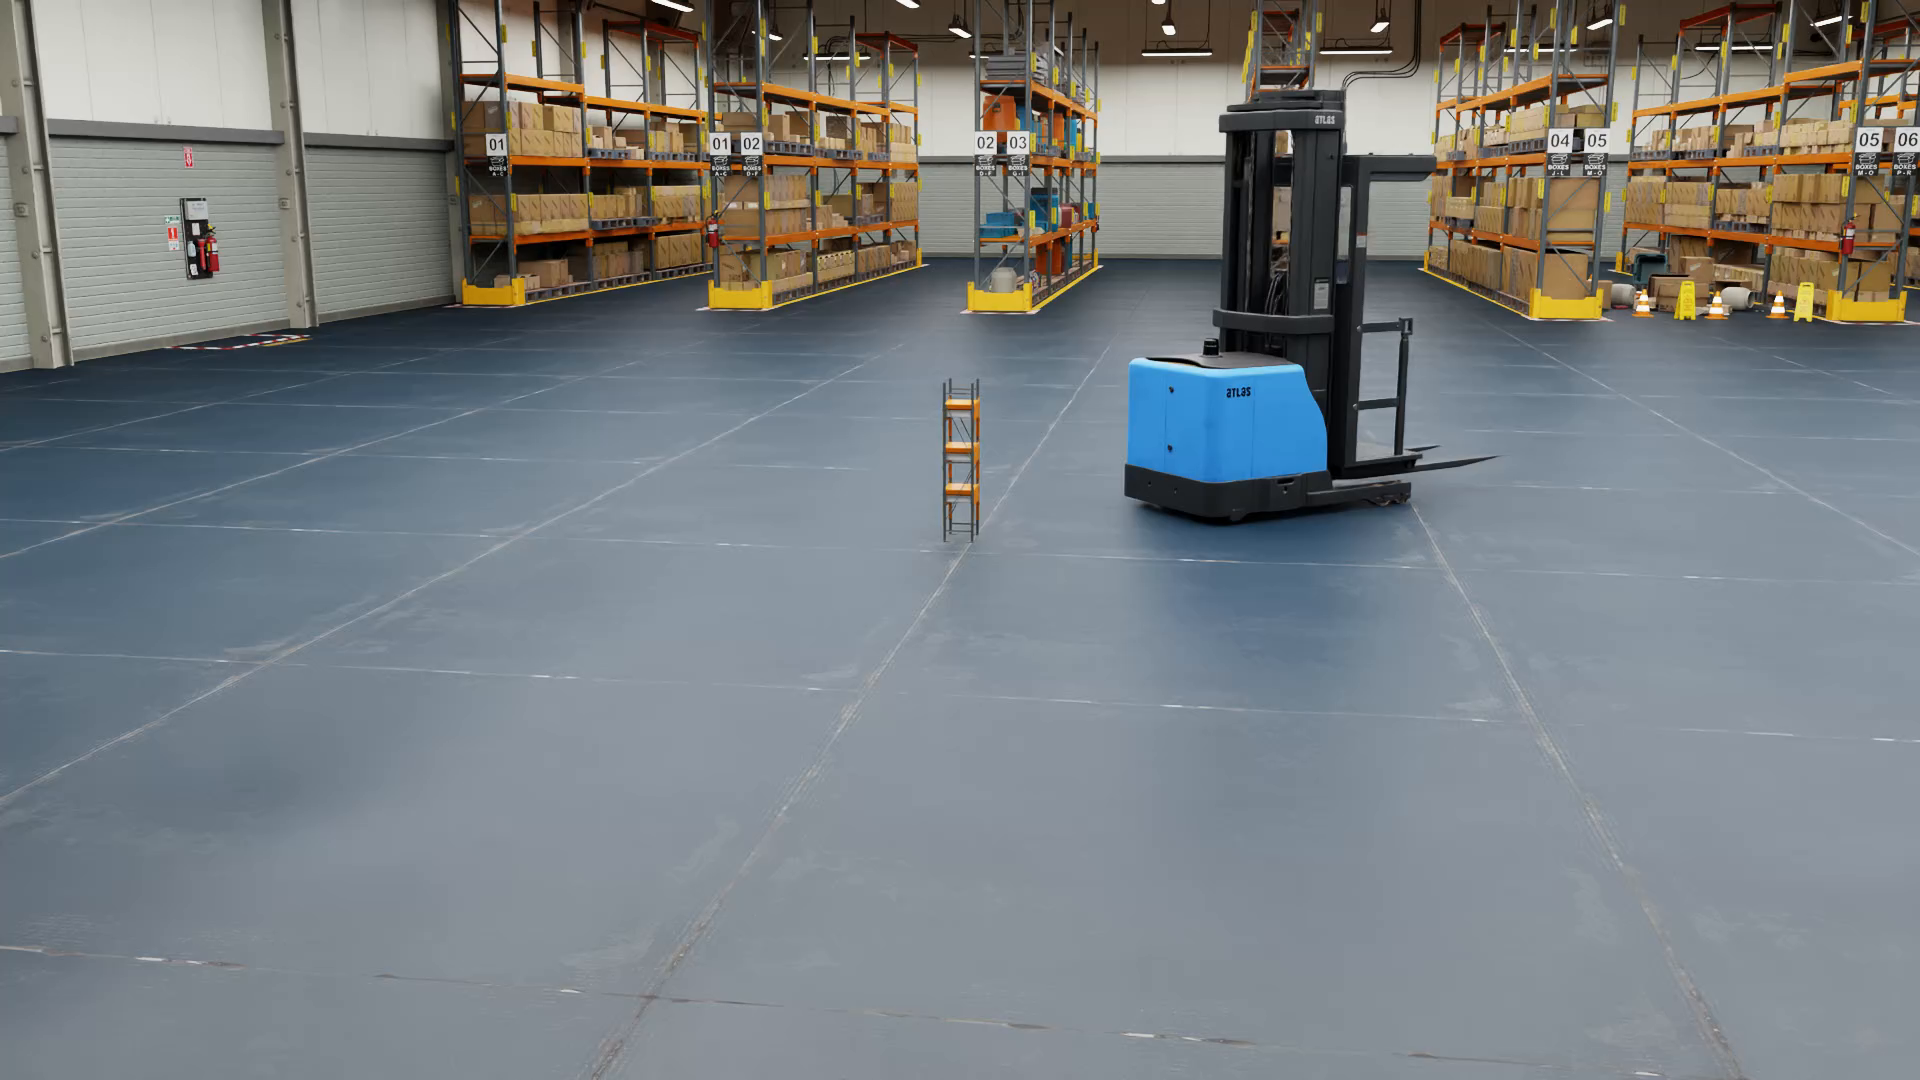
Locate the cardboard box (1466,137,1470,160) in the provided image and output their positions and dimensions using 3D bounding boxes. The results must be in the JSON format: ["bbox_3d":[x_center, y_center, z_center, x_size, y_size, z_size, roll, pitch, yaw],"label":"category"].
[{"bbox_3d":[11.758,-8.865,37.651,0.500,0.500,0.500,2,12,9],"label":"cardboard box"}]

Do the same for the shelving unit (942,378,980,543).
[{"bbox_3d":[0.008,-0.524,10.934,0.215,1.050,0.252,2,12,9],"label":"shelving unit"}]

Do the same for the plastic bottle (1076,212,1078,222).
[{"bbox_3d":[2.880,-7.990,41.225,0.061,0.283,0.133,2,12,9],"label":"plastic bottle"}]

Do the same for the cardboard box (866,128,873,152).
[{"bbox_3d":[-2.512,-9.877,41.114,0.600,0.600,0.600,2,12,8],"label":"cardboard box"}]

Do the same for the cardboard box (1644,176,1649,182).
[{"bbox_3d":[17.305,-9.009,41.524,0.380,0.149,0.250,2,12,7],"label":"cardboard box"}]

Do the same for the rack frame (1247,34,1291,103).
[{"bbox_3d":[7.506,-10.961,40.495,1.000,3.000,0.127,2,12,9],"label":"rack frame"}]

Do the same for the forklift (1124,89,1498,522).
[{"bbox_3d":[2.730,-1.766,12.231,3.031,2.935,1.130,-7,14,-30],"label":"forklift"}]

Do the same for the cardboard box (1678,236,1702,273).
[{"bbox_3d":[17.150,-6.554,38.332,0.875,0.875,0.875,2,12,10],"label":"cardboard box"}]

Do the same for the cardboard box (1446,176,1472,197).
[{"bbox_3d":[12.196,-8.637,40.631,0.500,0.500,0.500,1,12,7],"label":"cardboard box"}]

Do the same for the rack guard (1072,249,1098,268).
[{"bbox_3d":[3.218,-7.805,46.024,1.175,0.500,0.348,2,12,9],"label":"rack guard"}]

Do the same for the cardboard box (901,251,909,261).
[{"bbox_3d":[-1.683,-7.736,45.252,0.500,0.250,0.500,2,12,9],"label":"cardboard box"}]

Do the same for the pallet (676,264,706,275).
[{"bbox_3d":[-7.221,-6.984,42.899,1.003,0.211,1.213,2,12,9],"label":"pallet"}]

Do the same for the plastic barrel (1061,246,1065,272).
[{"bbox_3d":[2.229,-6.720,39.784,0.600,0.588,0.708,2,12,9],"label":"plastic barrel"}]

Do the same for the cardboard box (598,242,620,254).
[{"bbox_3d":[-8.075,-6.662,37.894,0.500,0.250,0.500,2,12,8],"label":"cardboard box"}]

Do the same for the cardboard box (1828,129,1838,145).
[{"bbox_3d":[15.357,-6.967,28.733,0.500,0.250,0.500,2,12,8],"label":"cardboard box"}]

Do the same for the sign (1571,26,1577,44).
[{"bbox_3d":[11.706,-9.625,31.702,0.100,0.325,0.005,2,12,9],"label":"sign"}]

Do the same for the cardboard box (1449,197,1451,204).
[{"bbox_3d":[11.797,-8.042,39.375,0.380,0.149,0.250,2,12,9],"label":"cardboard box"}]

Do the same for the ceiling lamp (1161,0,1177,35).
[{"bbox_3d":[5.249,-13.711,39.398,0.800,3.185,2.000,2,12,9],"label":"ceiling lamp"}]

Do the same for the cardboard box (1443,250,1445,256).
[{"bbox_3d":[12.220,-7.138,41.354,0.380,0.149,0.250,2,12,8],"label":"cardboard box"}]

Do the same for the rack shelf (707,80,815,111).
[{"bbox_3d":[-3.820,-8.654,32.447,1.077,0.370,4.000,2,12,9],"label":"rack shelf"}]

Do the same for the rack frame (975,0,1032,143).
[{"bbox_3d":[0.766,-8.624,29.649,1.000,3.000,0.127,2,12,9],"label":"rack frame"}]

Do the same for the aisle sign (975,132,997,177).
[{"bbox_3d":[0.462,-6.957,29.982,0.394,0.787,0.004,2,12,9],"label":"aisle sign"}]

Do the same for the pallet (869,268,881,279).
[{"bbox_3d":[-2.555,-6.562,40.941,1.003,0.211,1.213,2,12,9],"label":"pallet"}]

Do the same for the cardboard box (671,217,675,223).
[{"bbox_3d":[-7.288,-7.945,41.289,0.380,0.149,0.250,2,12,9],"label":"cardboard box"}]

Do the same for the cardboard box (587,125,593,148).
[{"bbox_3d":[-8.244,-8.676,35.779,0.500,0.500,0.500,4,13,17],"label":"cardboard box"}]

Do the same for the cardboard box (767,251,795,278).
[{"bbox_3d":[-3.592,-5.497,33.129,0.500,0.500,0.500,2,12,9],"label":"cardboard box"}]

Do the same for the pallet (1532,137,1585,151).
[{"bbox_3d":[10.650,-6.927,29.104,1.003,0.211,1.213,2,12,9],"label":"pallet"}]

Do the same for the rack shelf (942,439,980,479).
[{"bbox_3d":[0.008,-0.514,10.937,0.215,0.259,0.240,2,12,9],"label":"rack shelf"}]

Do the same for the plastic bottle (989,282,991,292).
[{"bbox_3d":[0.616,-4.935,32.369,0.097,0.201,0.097,0,12,0],"label":"plastic bottle"}]

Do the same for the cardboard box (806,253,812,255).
[{"bbox_3d":[-3.499,-6.231,36.984,0.500,0.311,0.500,2,12,8],"label":"cardboard box"}]

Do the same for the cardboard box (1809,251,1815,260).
[{"bbox_3d":[15.350,-5.060,29.564,0.380,0.149,0.250,2,12,10],"label":"cardboard box"}]

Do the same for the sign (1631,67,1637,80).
[{"bbox_3d":[17.366,-12.026,42.843,0.100,0.325,0.005,2,12,9],"label":"sign"}]

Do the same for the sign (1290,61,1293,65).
[{"bbox_3d":[8.044,-11.441,40.318,0.100,0.325,0.005,2,12,9],"label":"sign"}]

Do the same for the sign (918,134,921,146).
[{"bbox_3d":[-1.121,-11.060,45.972,0.100,0.325,0.005,2,12,9],"label":"sign"}]

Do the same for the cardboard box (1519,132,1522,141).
[{"bbox_3d":[10.615,-7.503,30.929,0.380,0.149,0.250,2,12,8],"label":"cardboard box"}]

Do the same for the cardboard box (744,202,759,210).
[{"bbox_3d":[-3.854,-6.293,31.297,0.380,0.149,0.250,2,12,8],"label":"cardboard box"}]

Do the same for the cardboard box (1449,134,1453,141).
[{"bbox_3d":[12.196,-9.861,40.731,0.380,0.149,0.250,2,12,9],"label":"cardboard box"}]

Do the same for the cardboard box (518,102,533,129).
[{"bbox_3d":[-8.596,-8.201,32.149,0.500,0.500,0.500,2,12,8],"label":"cardboard box"}]

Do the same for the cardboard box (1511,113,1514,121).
[{"bbox_3d":[10.769,-8.104,31.828,0.380,0.149,0.250,2,12,9],"label":"cardboard box"}]

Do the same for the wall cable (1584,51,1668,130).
[{"bbox_3d":[19.252,-12.641,48.290,2.355,3.000,0.029,2,12,9],"label":"wall cable"}]

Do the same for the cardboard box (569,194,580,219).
[{"bbox_3d":[-8.246,-6.935,34.583,0.500,0.500,0.500,2,12,8],"label":"cardboard box"}]

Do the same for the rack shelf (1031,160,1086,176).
[{"bbox_3d":[2.304,-8.887,39.700,1.077,0.370,4.000,2,12,9],"label":"rack shelf"}]

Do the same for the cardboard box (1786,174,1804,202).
[{"bbox_3d":[15.582,-6.431,30.399,0.700,0.500,0.500,2,12,7],"label":"cardboard box"}]

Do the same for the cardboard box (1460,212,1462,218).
[{"bbox_3d":[11.477,-7.319,37.436,0.380,0.149,0.250,2,12,10],"label":"cardboard box"}]

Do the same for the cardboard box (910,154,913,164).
[{"bbox_3d":[-1.573,-10.357,45.167,0.500,0.250,0.500,2,12,9],"label":"cardboard box"}]

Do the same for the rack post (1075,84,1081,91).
[{"bbox_3d":[2.451,-10.910,40.439,0.937,0.300,0.954,2,12,8],"label":"rack post"}]

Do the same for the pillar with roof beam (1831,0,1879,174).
[{"bbox_3d":[19.870,-11.984,45.242,9.100,9.000,0.548,2,12,9],"label":"pillar with roof beam"}]

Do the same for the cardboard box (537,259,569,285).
[{"bbox_3d":[-8.528,-5.620,34.842,0.500,0.500,0.500,1,12,4],"label":"cardboard box"}]

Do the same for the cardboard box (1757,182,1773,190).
[{"bbox_3d":[16.009,-7.006,32.903,0.380,0.149,0.250,2,12,7],"label":"cardboard box"}]

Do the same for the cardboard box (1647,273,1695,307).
[{"bbox_3d":[13.357,-4.698,31.277,0.797,0.637,0.503,2,12,9],"label":"cardboard box"}]

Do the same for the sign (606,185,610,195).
[{"bbox_3d":[-8.341,-8.261,39.456,0.100,0.325,0.005,2,12,9],"label":"sign"}]

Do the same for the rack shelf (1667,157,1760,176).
[{"bbox_3d":[16.990,-8.406,37.465,1.077,0.370,4.000,2,12,9],"label":"rack shelf"}]

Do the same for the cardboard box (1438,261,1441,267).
[{"bbox_3d":[12.274,-6.967,41.970,0.380,0.149,0.250,2,12,9],"label":"cardboard box"}]

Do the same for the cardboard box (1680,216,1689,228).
[{"bbox_3d":[16.711,-7.233,37.794,0.500,0.250,0.500,2,12,8],"label":"cardboard box"}]

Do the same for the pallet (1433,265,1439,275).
[{"bbox_3d":[12.645,-6.879,42.414,1.003,0.211,1.213,2,12,9],"label":"pallet"}]

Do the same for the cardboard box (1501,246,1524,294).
[{"bbox_3d":[10.995,-5.219,32.139,0.875,0.875,0.875,2,12,10],"label":"cardboard box"}]
